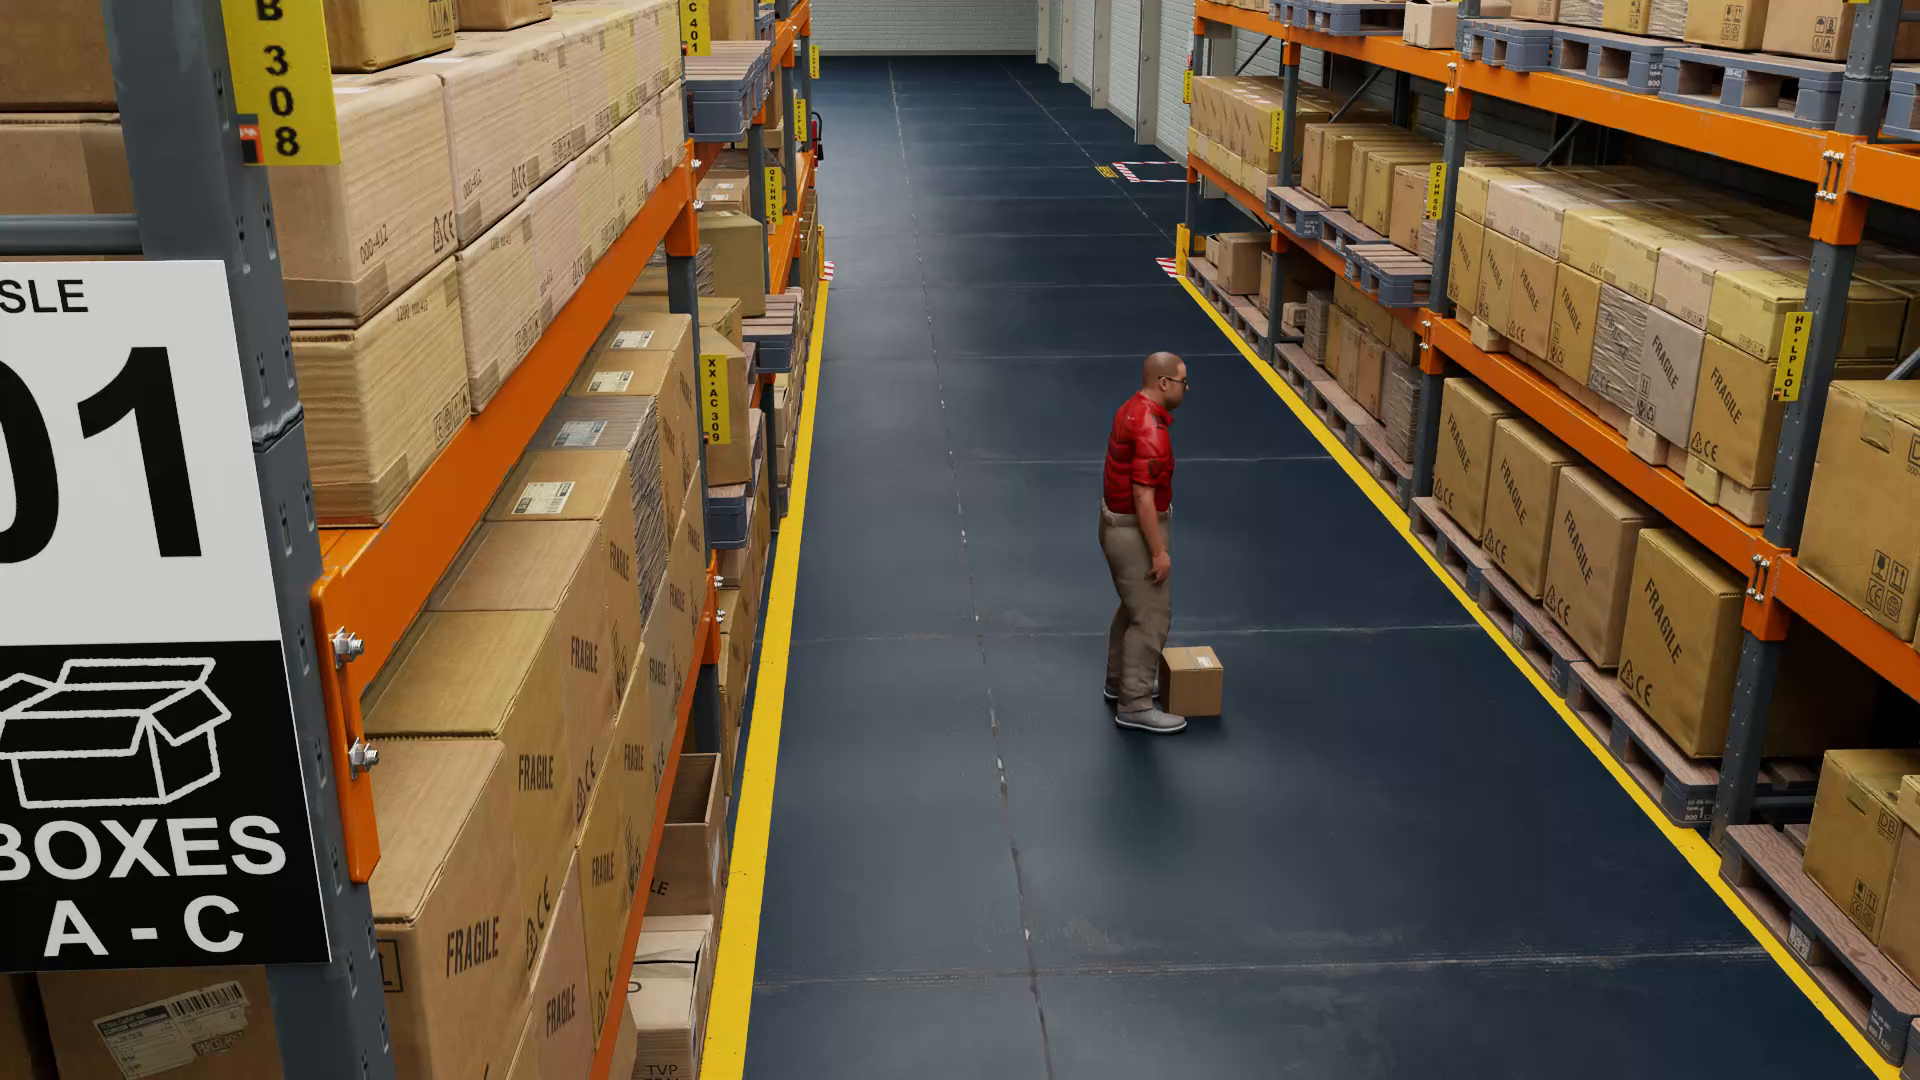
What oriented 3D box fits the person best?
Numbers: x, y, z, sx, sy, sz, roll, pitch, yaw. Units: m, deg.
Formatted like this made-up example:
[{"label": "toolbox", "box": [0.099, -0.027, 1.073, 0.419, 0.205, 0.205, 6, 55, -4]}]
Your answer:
[{"label": "person", "box": [0.840, -0.011, 7.626, 0.389, 1.726, 0.588, -1, 20, -4]}]
